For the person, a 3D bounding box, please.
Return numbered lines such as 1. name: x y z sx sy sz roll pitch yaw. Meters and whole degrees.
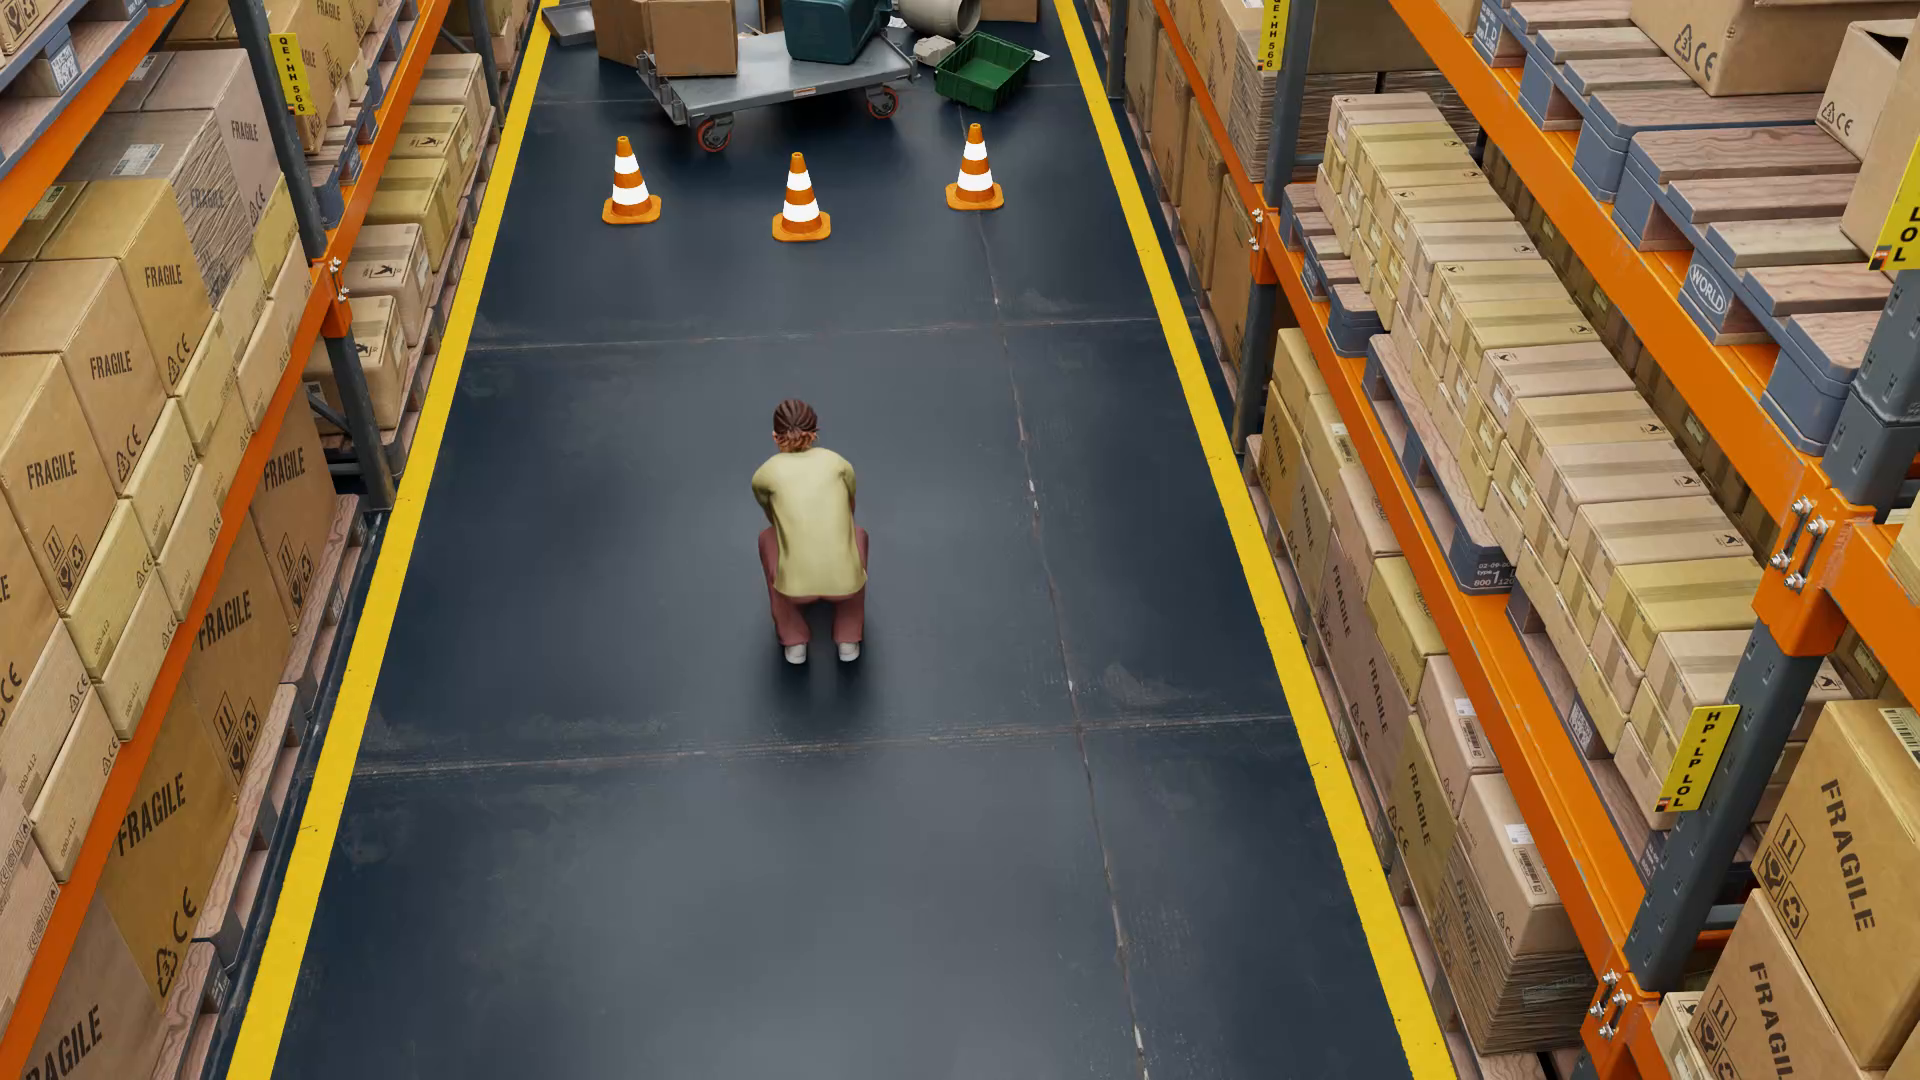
1. person: -0.603 -0.029 6.785 0.461 0.932 0.830 -4 39 -5
